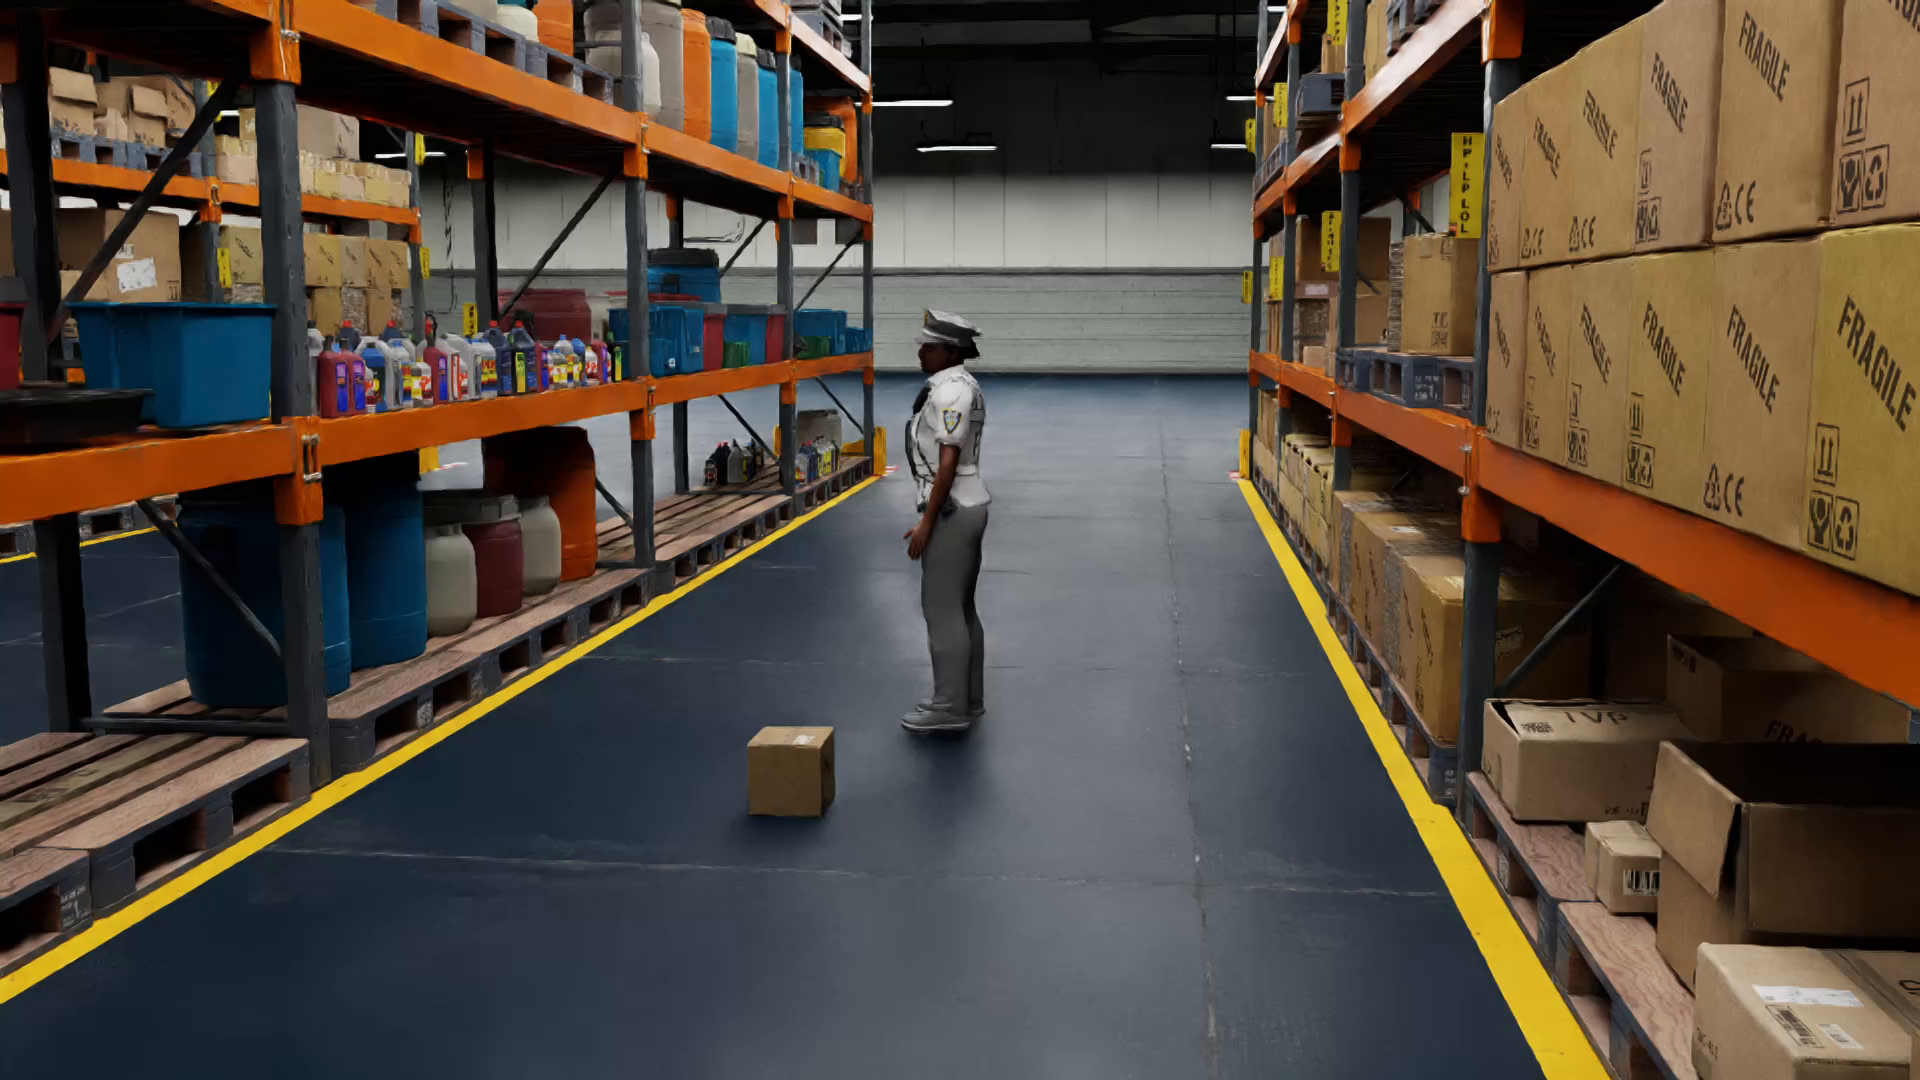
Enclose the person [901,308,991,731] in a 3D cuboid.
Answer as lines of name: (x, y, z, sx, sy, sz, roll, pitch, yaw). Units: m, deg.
person: (-0.056, -0.082, 6.680, 0.361, 1.686, 0.493, 0, 8, 2)
